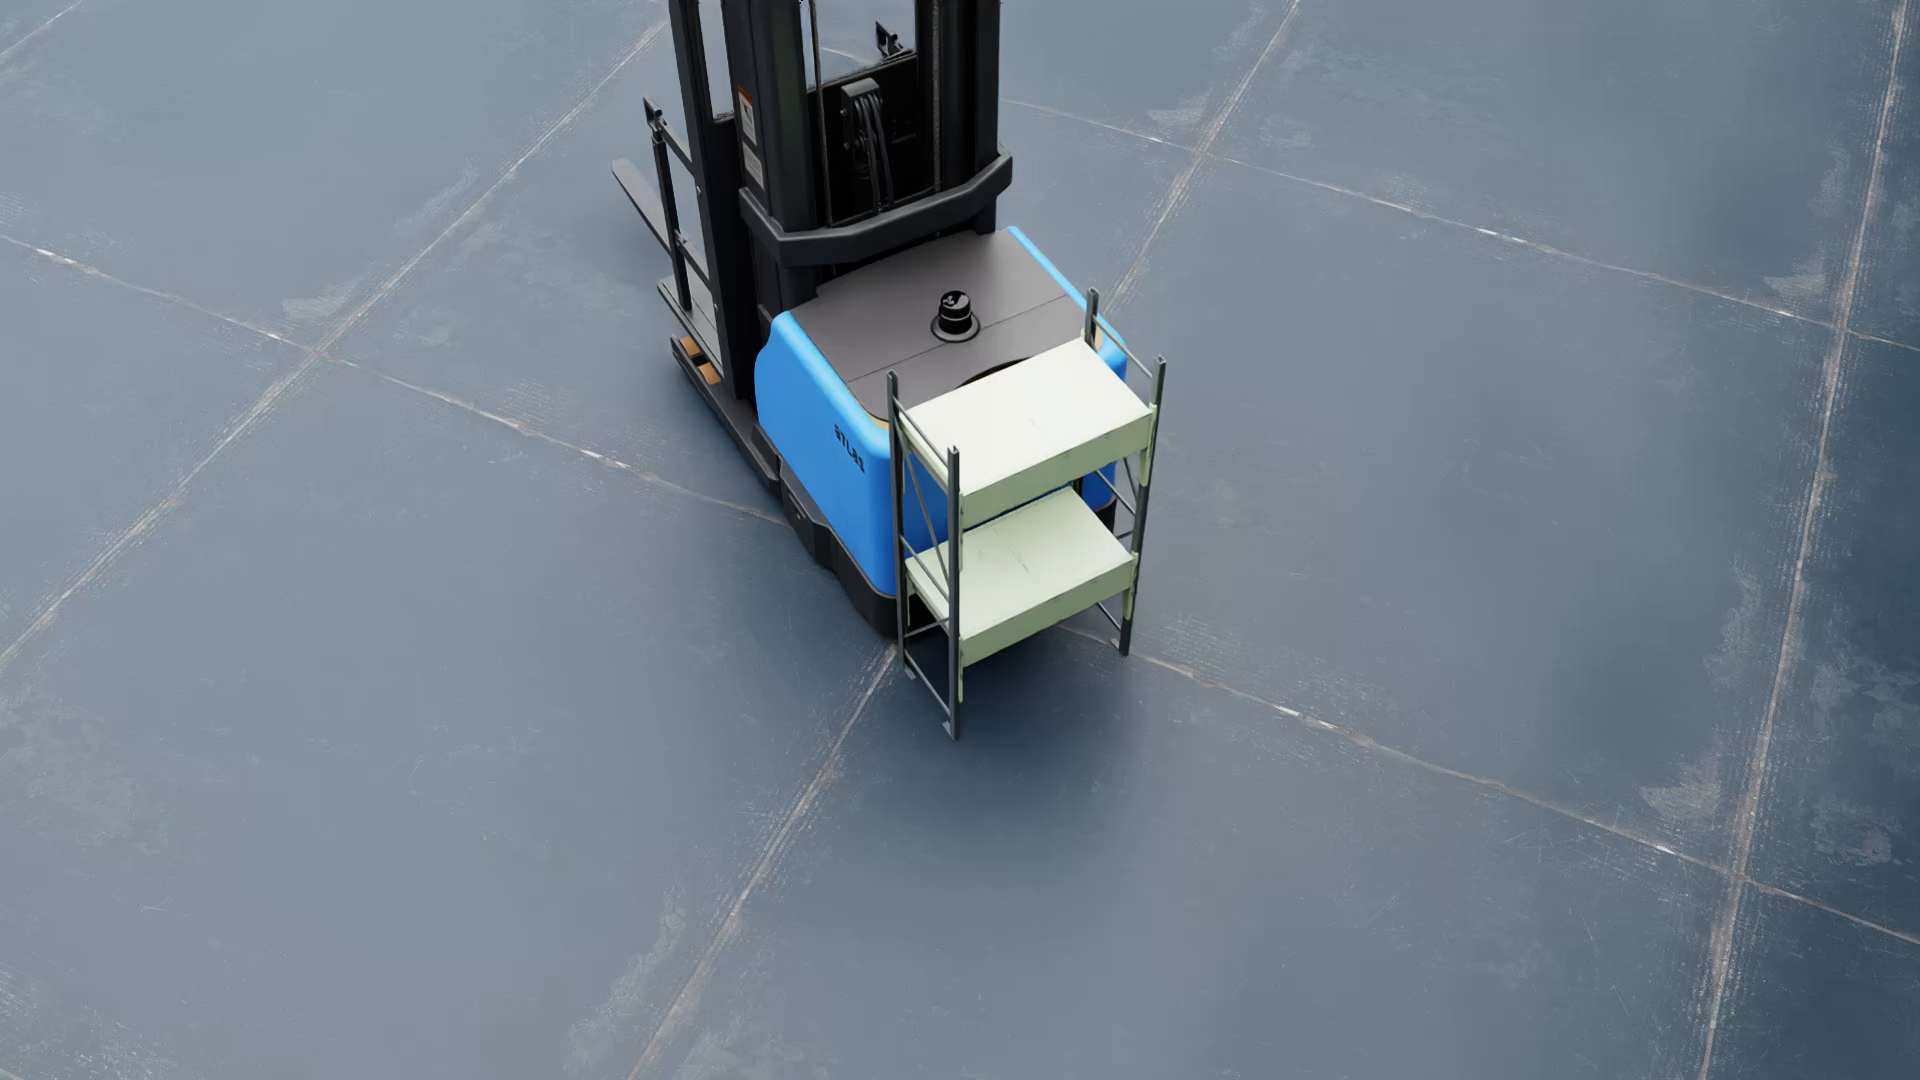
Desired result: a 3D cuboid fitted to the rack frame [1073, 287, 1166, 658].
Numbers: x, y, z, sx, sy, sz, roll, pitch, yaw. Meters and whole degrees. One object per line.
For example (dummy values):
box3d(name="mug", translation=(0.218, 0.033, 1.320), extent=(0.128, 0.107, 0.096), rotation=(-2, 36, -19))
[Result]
box3d(name="rack frame", translation=(0.516, -0.183, 5.736), extent=(0.023, 1.500, 0.400), rotation=(-24, 54, -19))

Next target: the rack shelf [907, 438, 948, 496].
box3d(name="rack shelf", translation=(0.202, -0.340, 5.263), extent=(0.664, 0.071, 0.332), rotation=(-24, 54, -19))

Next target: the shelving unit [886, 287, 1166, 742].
box3d(name="shelving unit", translation=(6.437, -11.509, 15.373), extent=(26.919, 1.500, 19.873), rotation=(-24, 54, -19))

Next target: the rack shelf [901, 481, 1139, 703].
box3d(name="rack shelf", translation=(6.445, -11.224, 15.716), extent=(26.902, 0.609, 19.873), rotation=(-24, 54, -19))

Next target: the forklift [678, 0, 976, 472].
box3d(name="forklift", translation=(7.343, -16.904, 15.033), extent=(32.329, 9.011, 24.833), rotation=(-24, 54, -19))

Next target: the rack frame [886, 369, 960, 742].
box3d(name="rack frame", translation=(-0.112, 0.103, 5.493), extent=(0.023, 1.500, 0.400), rotation=(-24, 54, -19))
